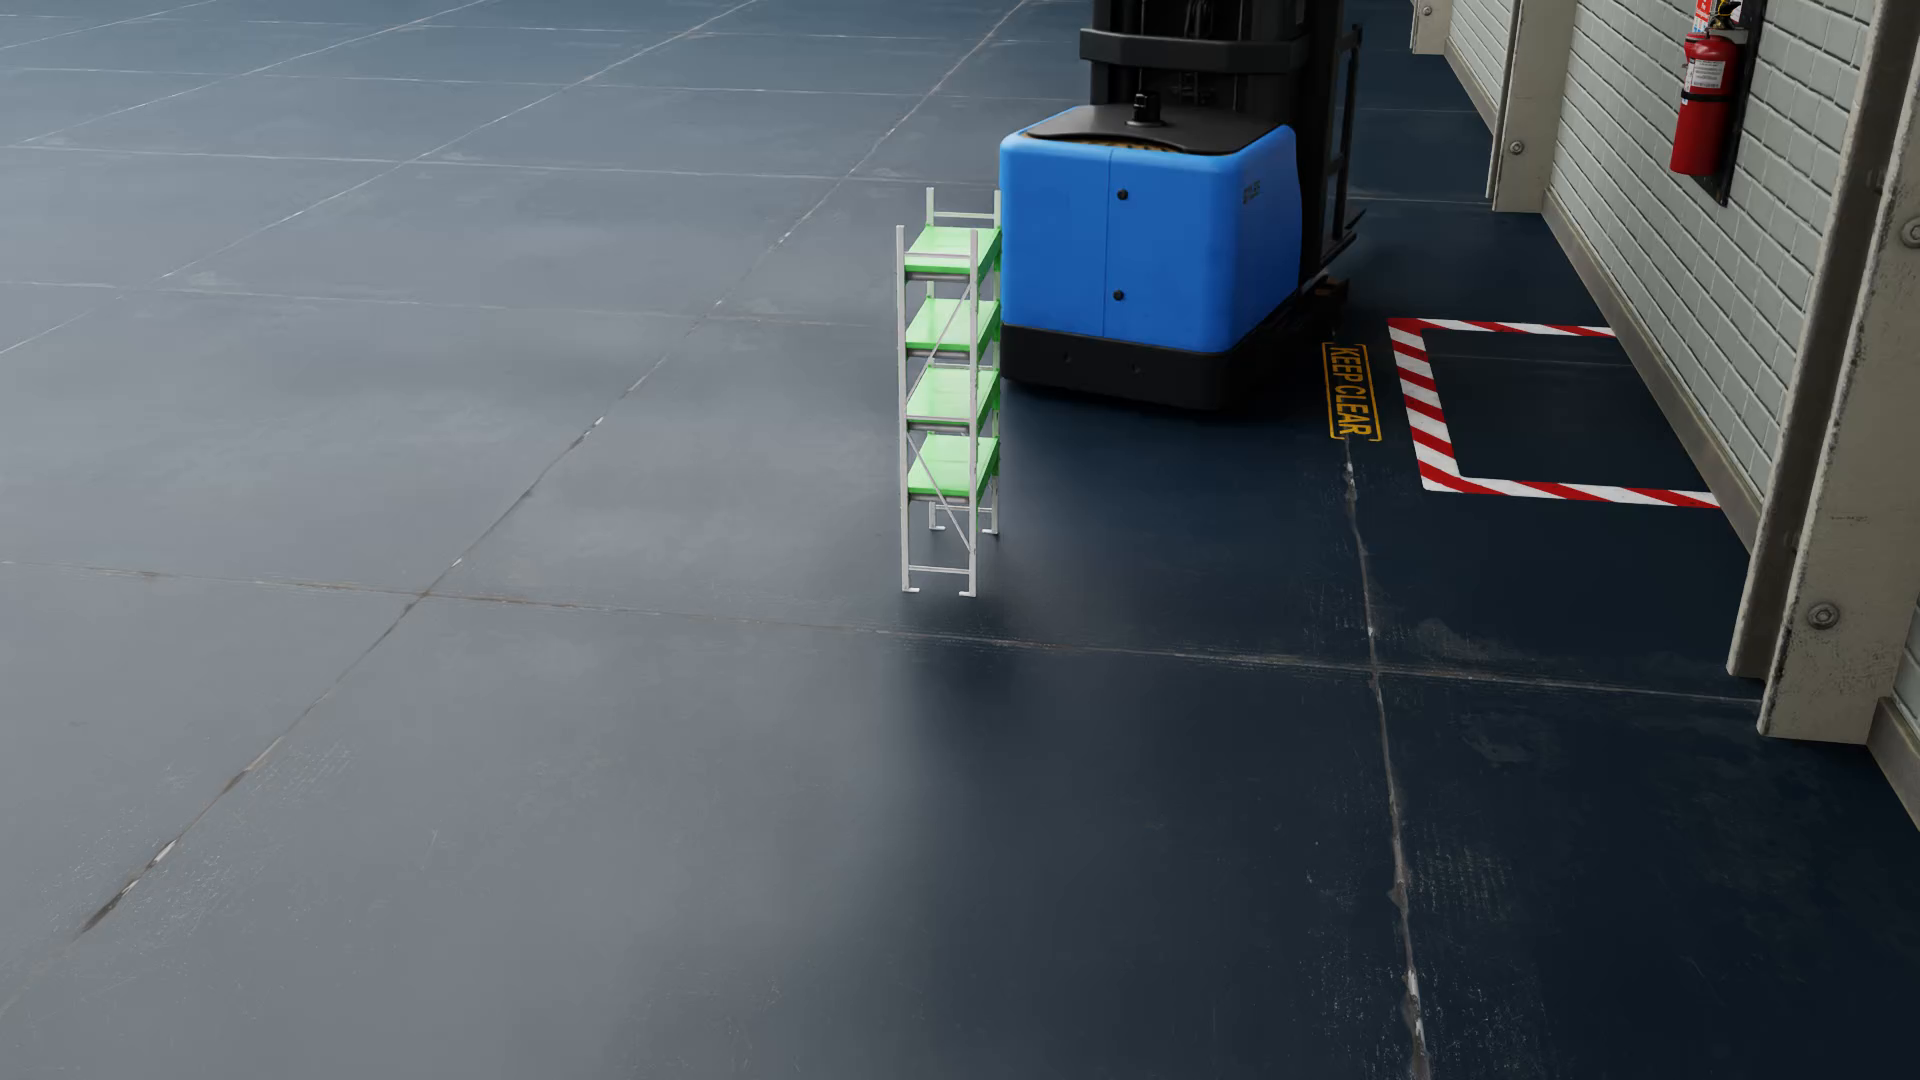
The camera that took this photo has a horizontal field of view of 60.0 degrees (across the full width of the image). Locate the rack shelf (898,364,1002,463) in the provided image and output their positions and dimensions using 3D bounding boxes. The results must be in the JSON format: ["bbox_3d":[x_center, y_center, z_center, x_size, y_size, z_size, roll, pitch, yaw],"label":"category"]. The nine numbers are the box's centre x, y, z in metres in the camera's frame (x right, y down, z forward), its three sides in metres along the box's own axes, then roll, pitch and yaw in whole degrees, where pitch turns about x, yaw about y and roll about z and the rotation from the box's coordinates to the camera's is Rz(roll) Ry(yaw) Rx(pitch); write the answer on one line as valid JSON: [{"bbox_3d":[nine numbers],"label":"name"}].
[{"bbox_3d":[-0.027,-0.416,5.375,0.258,0.148,0.480,4,25,9],"label":"rack shelf"}]

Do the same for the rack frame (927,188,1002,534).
[{"bbox_3d":[0.013,-0.576,5.566,0.240,1.200,0.015,4,25,9],"label":"rack frame"}]

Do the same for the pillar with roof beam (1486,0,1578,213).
[{"bbox_3d":[-0.868,-6.415,8.839,9.100,9.000,0.400,4,25,9],"label":"pillar with roof beam"}]

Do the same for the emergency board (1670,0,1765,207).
[{"bbox_3d":[2.840,-1.921,6.315,0.194,1.169,0.643,4,25,9],"label":"emergency board"}]

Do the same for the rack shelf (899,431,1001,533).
[{"bbox_3d":[-0.027,-0.199,5.477,0.258,0.148,0.480,4,25,9],"label":"rack shelf"}]

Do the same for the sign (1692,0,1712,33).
[{"bbox_3d":[3.032,-2.161,6.786,0.001,0.329,0.234,4,25,9],"label":"sign"}]

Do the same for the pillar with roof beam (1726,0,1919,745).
[{"bbox_3d":[-1.849,-3.905,3.478,9.100,9.000,0.400,4,25,9],"label":"pillar with roof beam"}]

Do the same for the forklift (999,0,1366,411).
[{"bbox_3d":[1.250,-2.439,7.504,1.130,2.935,3.031,12,28,24],"label":"forklift"}]

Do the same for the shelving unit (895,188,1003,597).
[{"bbox_3d":[-0.027,-0.474,5.348,0.258,1.200,0.503,4,25,9],"label":"shelving unit"}]

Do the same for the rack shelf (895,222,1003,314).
[{"bbox_3d":[-0.027,-0.851,5.171,0.258,0.148,0.480,4,25,9],"label":"rack shelf"}]

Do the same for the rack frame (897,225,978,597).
[{"bbox_3d":[-0.067,-0.372,5.130,0.240,1.200,0.015,4,25,9],"label":"rack frame"}]

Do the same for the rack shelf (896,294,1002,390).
[{"bbox_3d":[-0.027,-0.634,5.273,0.258,0.148,0.480,4,25,9],"label":"rack shelf"}]

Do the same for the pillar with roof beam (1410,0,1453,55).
[{"bbox_3d":[0.112,-8.924,14.200,9.100,9.000,0.400,4,25,9],"label":"pillar with roof beam"}]
